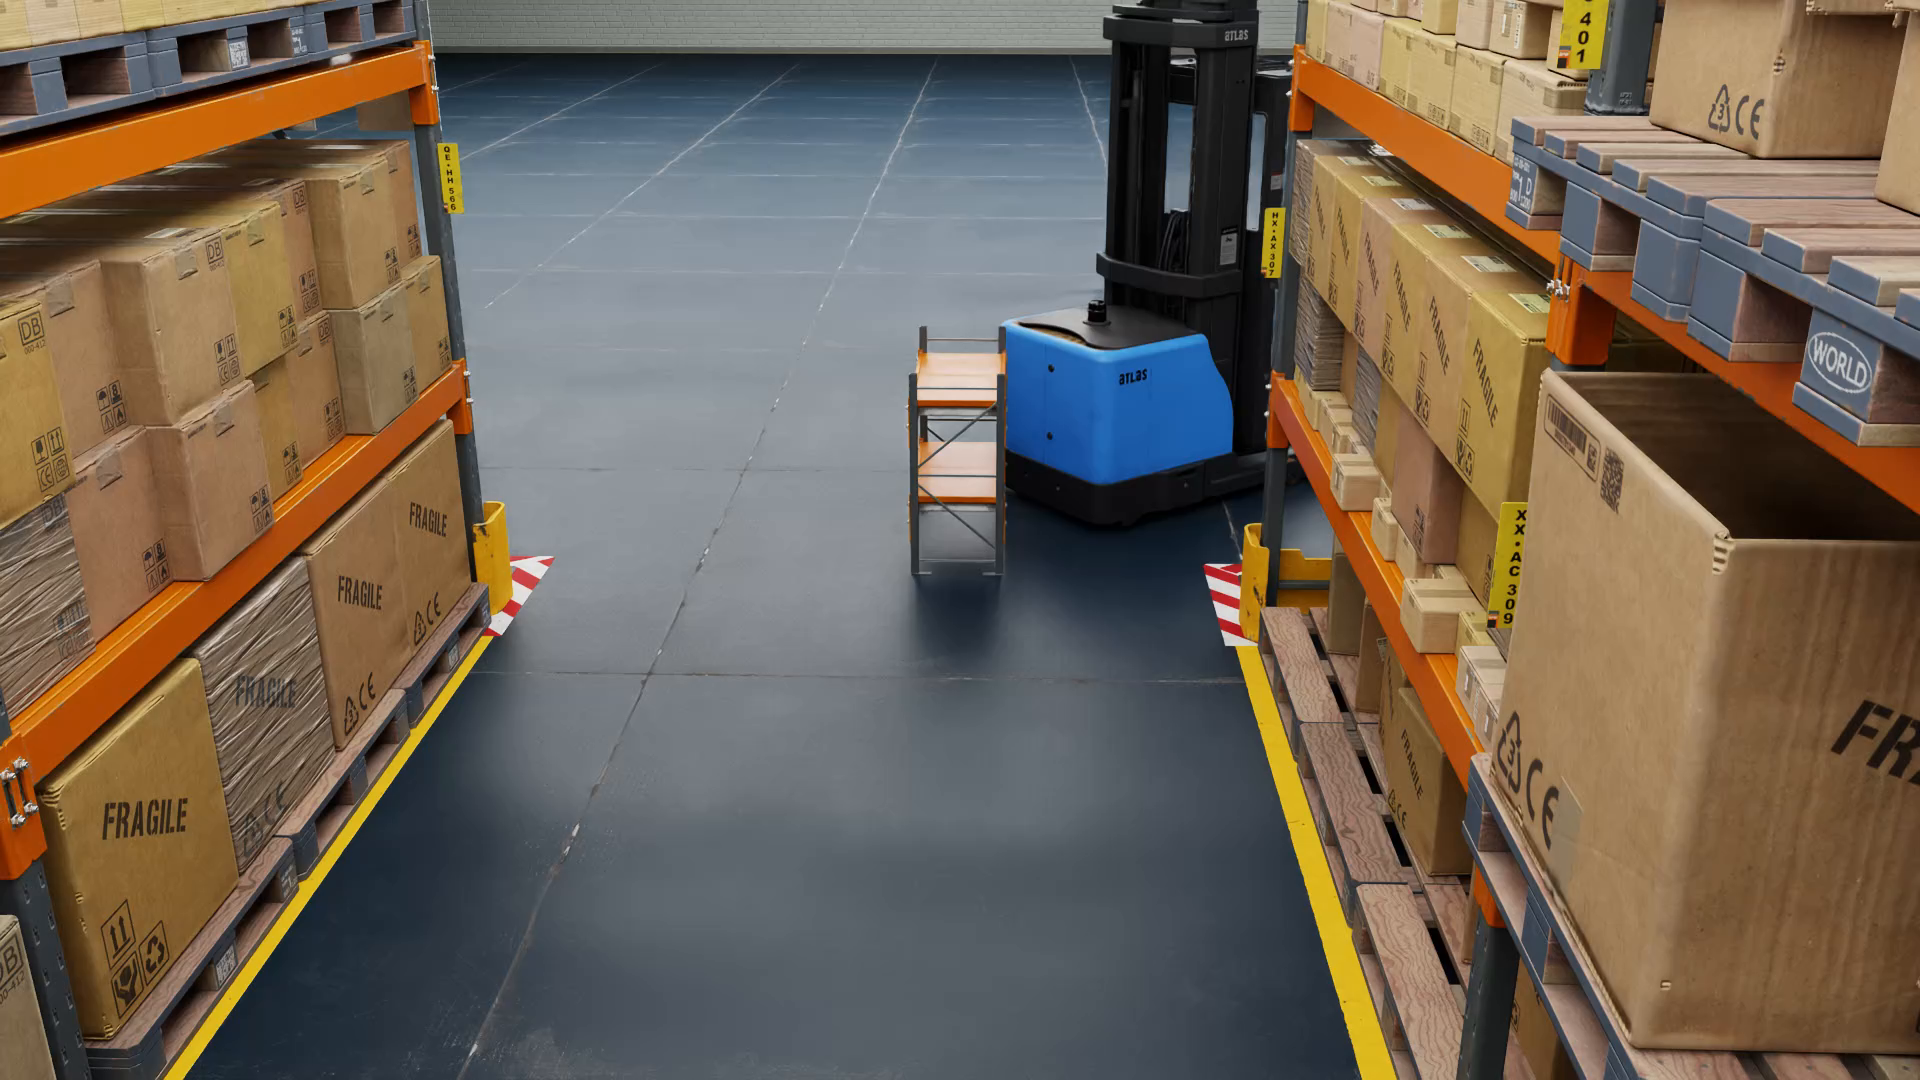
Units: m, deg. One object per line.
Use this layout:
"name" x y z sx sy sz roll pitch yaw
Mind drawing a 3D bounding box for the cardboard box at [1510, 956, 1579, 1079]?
"cardboard box" 1.937 1.296 4.918 0.500 0.500 0.500 0 21 0

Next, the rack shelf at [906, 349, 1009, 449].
"rack shelf" 0.000 -0.795 9.213 0.538 0.278 1.000 1 21 2

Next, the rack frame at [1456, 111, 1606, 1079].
"rack frame" 1.885 0.470 4.170 1.000 3.000 0.127 1 21 2

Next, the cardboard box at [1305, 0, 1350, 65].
"cardboard box" 1.733 -2.133 6.941 0.500 0.250 0.500 1 21 3

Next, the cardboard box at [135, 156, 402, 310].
"cardboard box" -2.923 -1.307 7.050 0.875 0.550 0.550 1 21 2

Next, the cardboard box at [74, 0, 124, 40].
"cardboard box" -2.696 -1.547 4.851 0.380 0.149 0.250 0 21 1

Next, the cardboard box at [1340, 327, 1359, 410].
"cardboard box" 2.067 -0.781 6.845 0.875 0.500 0.500 1 21 2

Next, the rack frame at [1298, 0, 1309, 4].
"rack frame" 2.006 -3.773 6.812 1.000 3.000 0.127 1 21 2

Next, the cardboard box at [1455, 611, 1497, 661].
"cardboard box" 1.682 0.326 4.888 0.380 0.149 0.250 1 21 2

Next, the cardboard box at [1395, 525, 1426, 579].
"cardboard box" 1.685 0.055 5.588 0.380 0.149 0.250 1 21 2

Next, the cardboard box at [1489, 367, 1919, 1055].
"cardboard box" 1.720 0.281 3.249 1.000 1.000 1.000 1 21 2

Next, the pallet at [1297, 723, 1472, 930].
"pallet" 1.904 1.085 6.441 1.003 0.211 1.213 1 21 2

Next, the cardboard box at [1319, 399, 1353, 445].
"cardboard box" 1.723 -0.487 6.986 0.380 0.149 0.250 1 21 2

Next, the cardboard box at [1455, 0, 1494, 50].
"cardboard box" 1.609 -1.452 4.634 0.380 0.149 0.250 0 21 0

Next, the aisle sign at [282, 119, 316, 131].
"aisle sign" -3.246 -2.308 7.737 0.394 0.787 0.004 1 21 2

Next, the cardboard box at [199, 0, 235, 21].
"cardboard box" -2.673 -1.822 5.561 0.380 0.149 0.250 1 21 2

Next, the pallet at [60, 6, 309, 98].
"pallet" -2.995 -1.714 5.774 1.003 0.211 1.213 1 21 2

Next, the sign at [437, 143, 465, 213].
"sign" -2.406 -1.706 7.852 0.100 0.325 0.005 1 21 2

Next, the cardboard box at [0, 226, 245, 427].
"cardboard box" -2.970 -0.721 5.540 0.875 0.550 0.550 1 21 2

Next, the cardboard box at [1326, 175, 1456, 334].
"cardboard box" 1.681 -1.070 6.208 0.500 0.500 0.500 1 21 2

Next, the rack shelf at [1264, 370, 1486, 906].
"rack shelf" 1.945 0.083 6.164 1.077 0.370 4.000 1 21 2

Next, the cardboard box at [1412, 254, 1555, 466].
"cardboard box" 1.637 -0.528 4.811 0.500 0.500 0.500 1 21 2

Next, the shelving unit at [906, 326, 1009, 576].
"shelving unit" 0.000 -0.522 9.319 0.538 1.125 1.048 1 21 2

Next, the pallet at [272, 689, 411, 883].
"pallet" -2.934 0.963 6.756 1.003 0.211 1.213 1 21 2

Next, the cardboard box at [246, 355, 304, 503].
"cardboard box" -3.027 -0.410 6.232 0.875 0.550 0.500 1 21 2

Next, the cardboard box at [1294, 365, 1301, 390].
"cardboard box" 1.759 -0.758 7.684 0.380 0.149 0.250 1 21 2

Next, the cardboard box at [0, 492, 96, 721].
"cardboard box" -3.071 0.176 4.722 0.875 0.550 0.550 1 21 2

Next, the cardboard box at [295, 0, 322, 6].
"cardboard box" -2.651 -2.099 6.273 0.380 0.149 0.250 0 21 1

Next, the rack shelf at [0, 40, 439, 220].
"rack shelf" -3.009 -1.407 5.856 1.077 0.370 4.000 1 21 2

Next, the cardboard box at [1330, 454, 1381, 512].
"cardboard box" 1.617 -0.217 6.289 0.380 0.149 0.250 1 21 2

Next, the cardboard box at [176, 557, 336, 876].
"cardboard box" -2.957 0.621 6.138 0.875 0.875 0.875 1 21 2

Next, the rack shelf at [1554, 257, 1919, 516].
"rack shelf" 1.824 0.130 1.894 1.077 0.370 4.000 1 21 2

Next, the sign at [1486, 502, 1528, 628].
"sign" 1.342 0.063 4.022 0.100 0.325 0.005 1 21 2

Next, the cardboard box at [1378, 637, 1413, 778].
"cardboard box" 1.949 0.662 6.552 0.500 0.500 0.500 3 21 7

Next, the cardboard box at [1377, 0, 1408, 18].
"cardboard box" 1.693 -1.923 5.849 0.380 0.149 0.250 0 21 -1

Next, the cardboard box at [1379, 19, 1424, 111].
"cardboard box" 1.694 -1.579 5.513 0.500 0.250 0.500 1 21 3

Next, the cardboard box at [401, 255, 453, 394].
"cardboard box" -2.914 -1.002 7.758 0.875 0.550 0.550 1 21 2

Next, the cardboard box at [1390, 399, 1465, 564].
"cardboard box" 1.925 -0.239 5.450 0.875 0.500 0.500 1 21 2

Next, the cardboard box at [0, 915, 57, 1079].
"cardboard box" -2.999 1.458 4.155 1.050 0.750 0.750 1 21 1

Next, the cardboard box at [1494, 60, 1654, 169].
"cardboard box" 1.637 -1.026 4.087 0.500 0.250 0.500 1 21 4

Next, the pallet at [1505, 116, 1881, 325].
"pallet" 1.759 -0.619 3.089 1.213 0.211 1.003 1 21 2

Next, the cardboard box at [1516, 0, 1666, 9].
"cardboard box" 1.643 -1.512 3.892 0.500 0.500 0.500 0 21 0

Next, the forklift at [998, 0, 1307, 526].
"forklift" 1.698 -1.852 10.249 3.031 2.935 1.130 -15 26 -34
